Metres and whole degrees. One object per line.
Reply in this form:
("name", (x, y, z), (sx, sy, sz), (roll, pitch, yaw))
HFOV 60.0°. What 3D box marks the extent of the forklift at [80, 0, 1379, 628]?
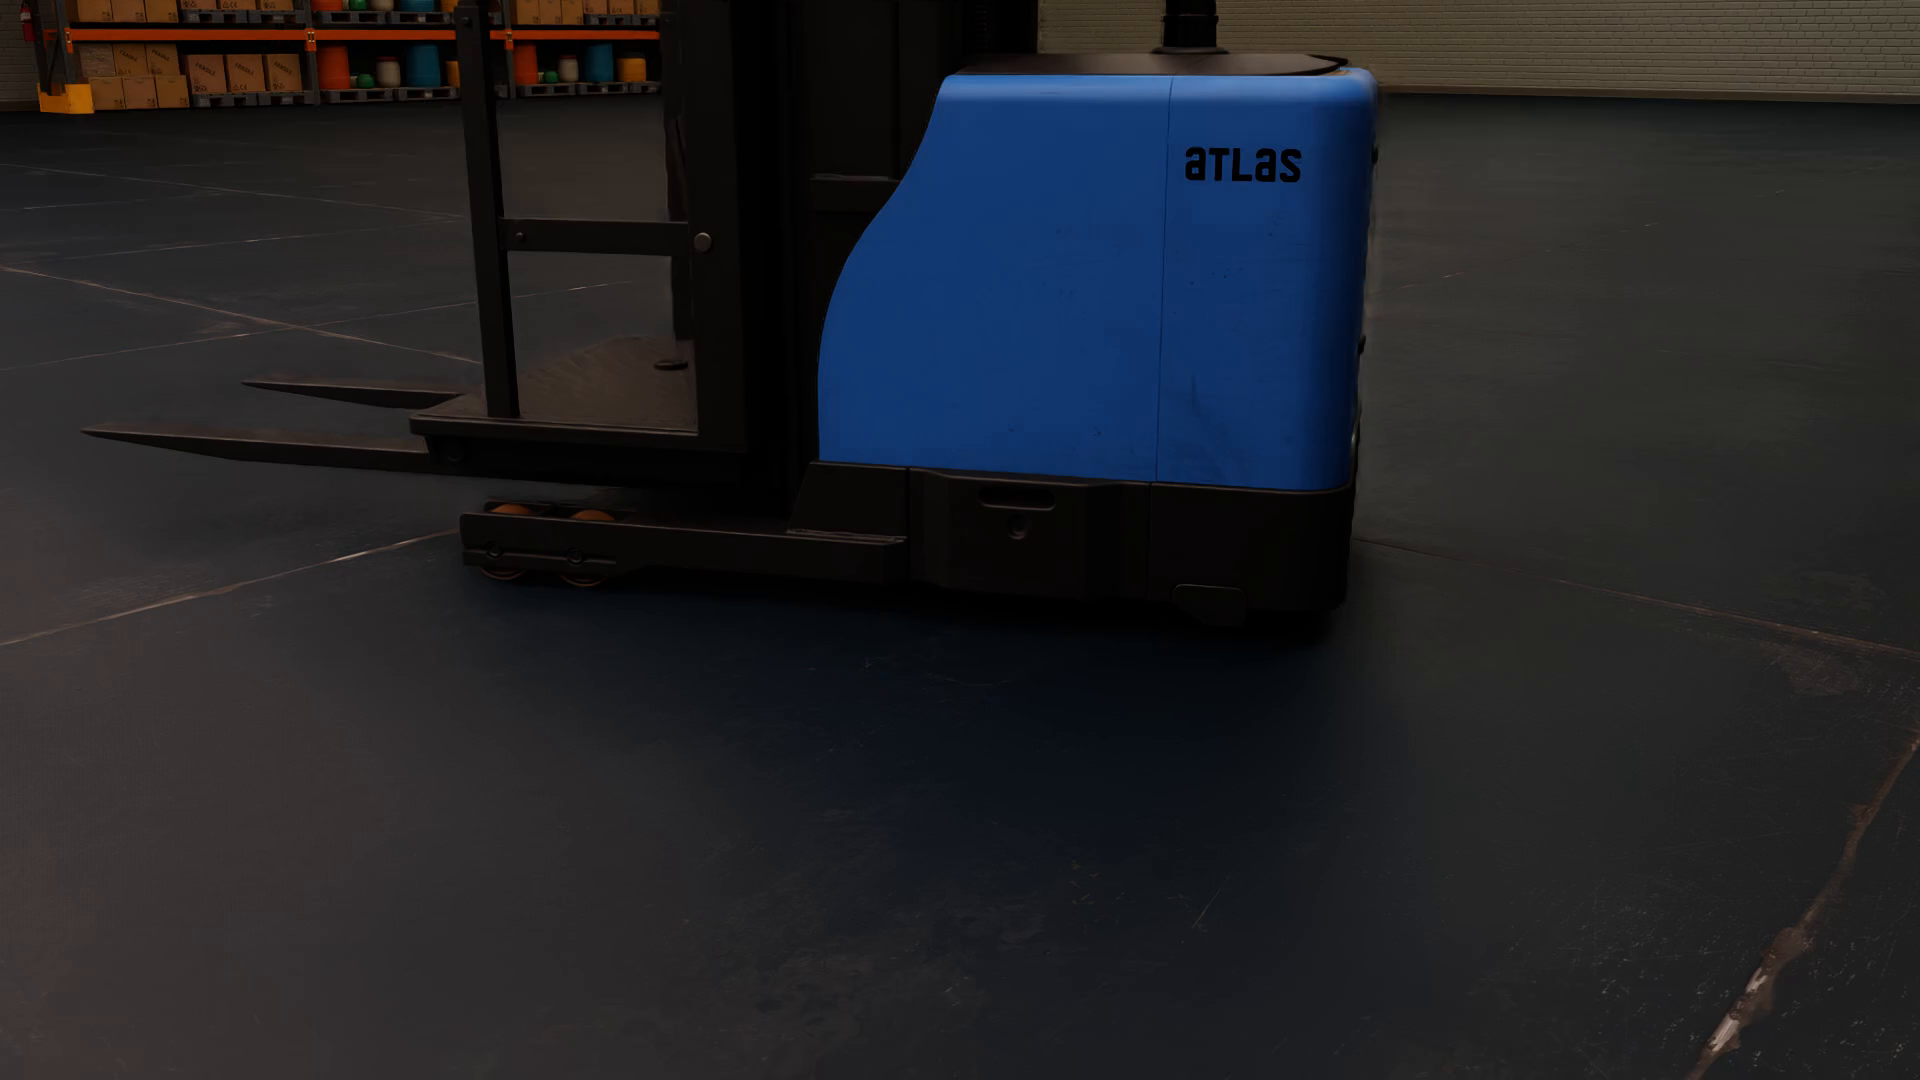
("forklift", (-0.601, -1.442, 3.648), (3.031, 2.935, 1.130), (4, 17, 14))
